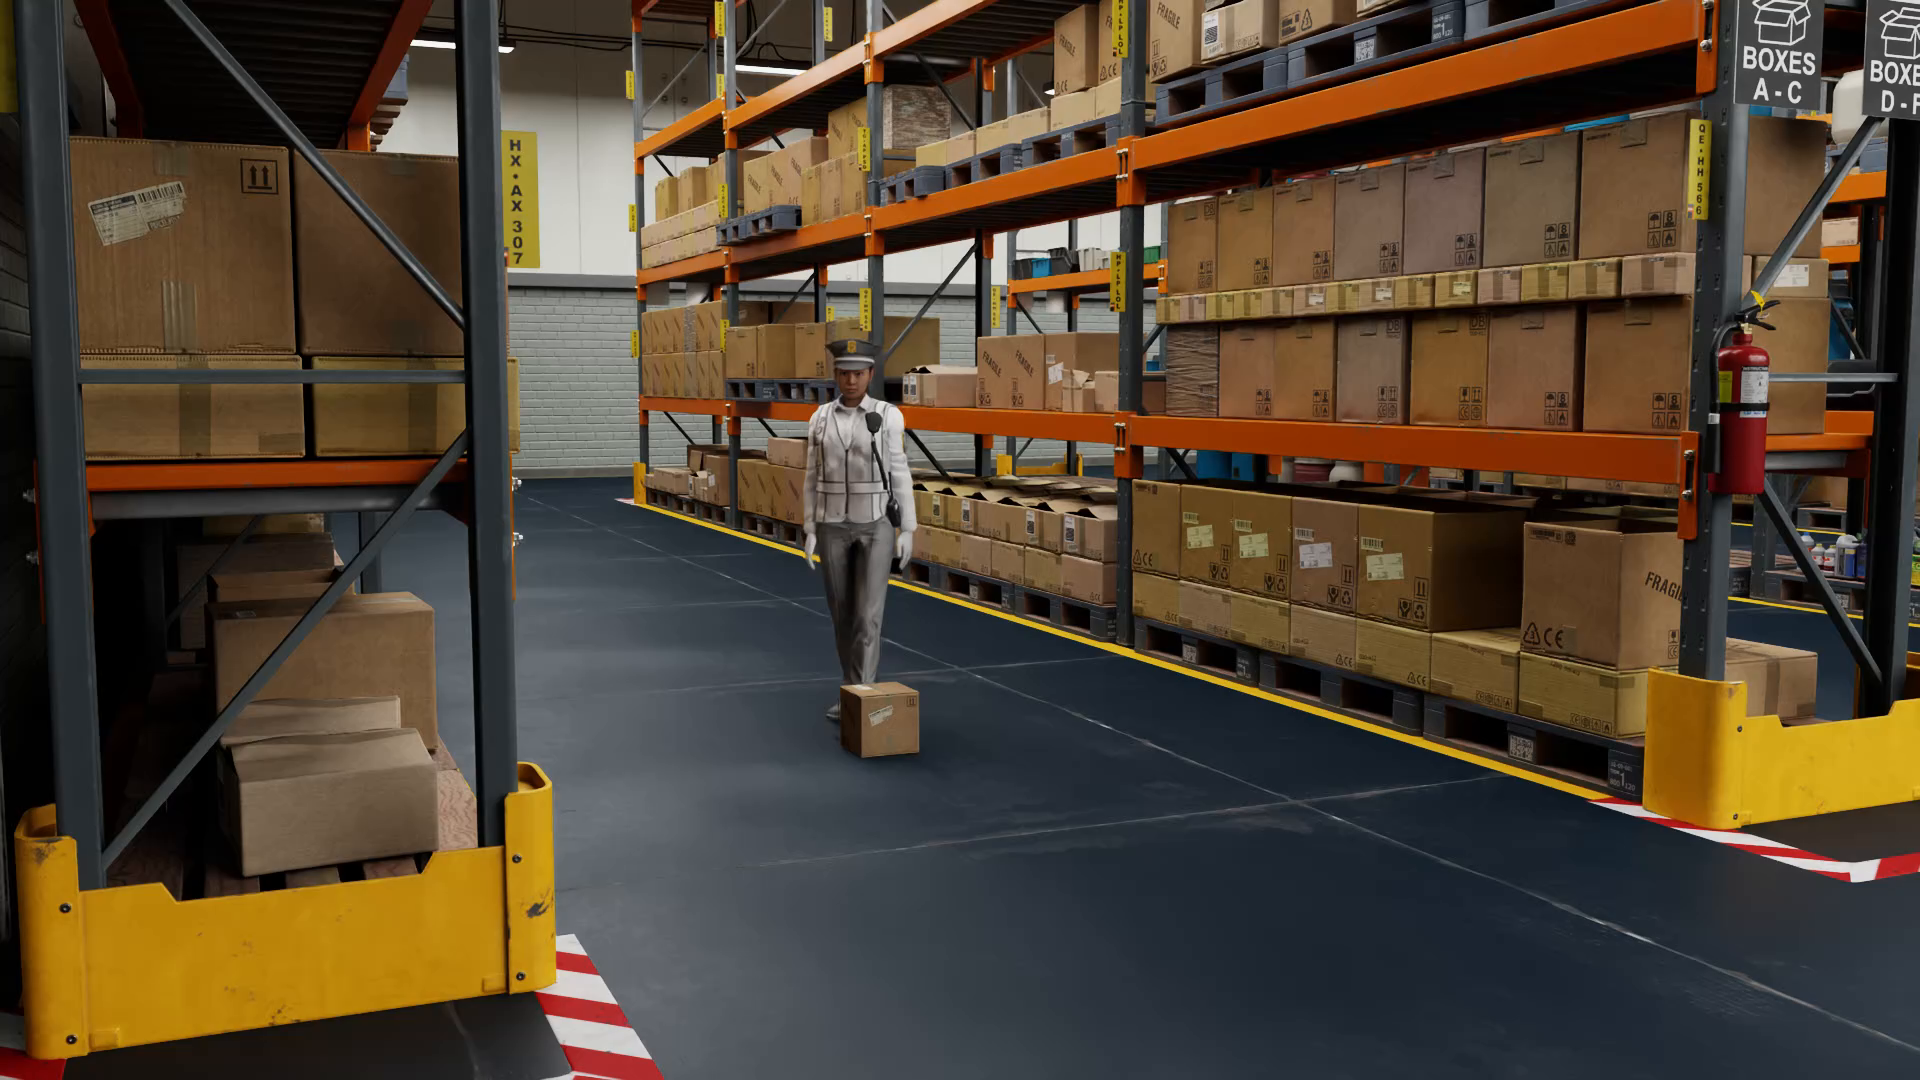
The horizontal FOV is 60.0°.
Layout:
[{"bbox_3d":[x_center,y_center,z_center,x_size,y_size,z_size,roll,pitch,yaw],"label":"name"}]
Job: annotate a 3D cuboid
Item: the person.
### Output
[{"bbox_3d":[-0.447,-0.027,7.159,0.500,1.669,0.560,1,6,12],"label":"person"}]
